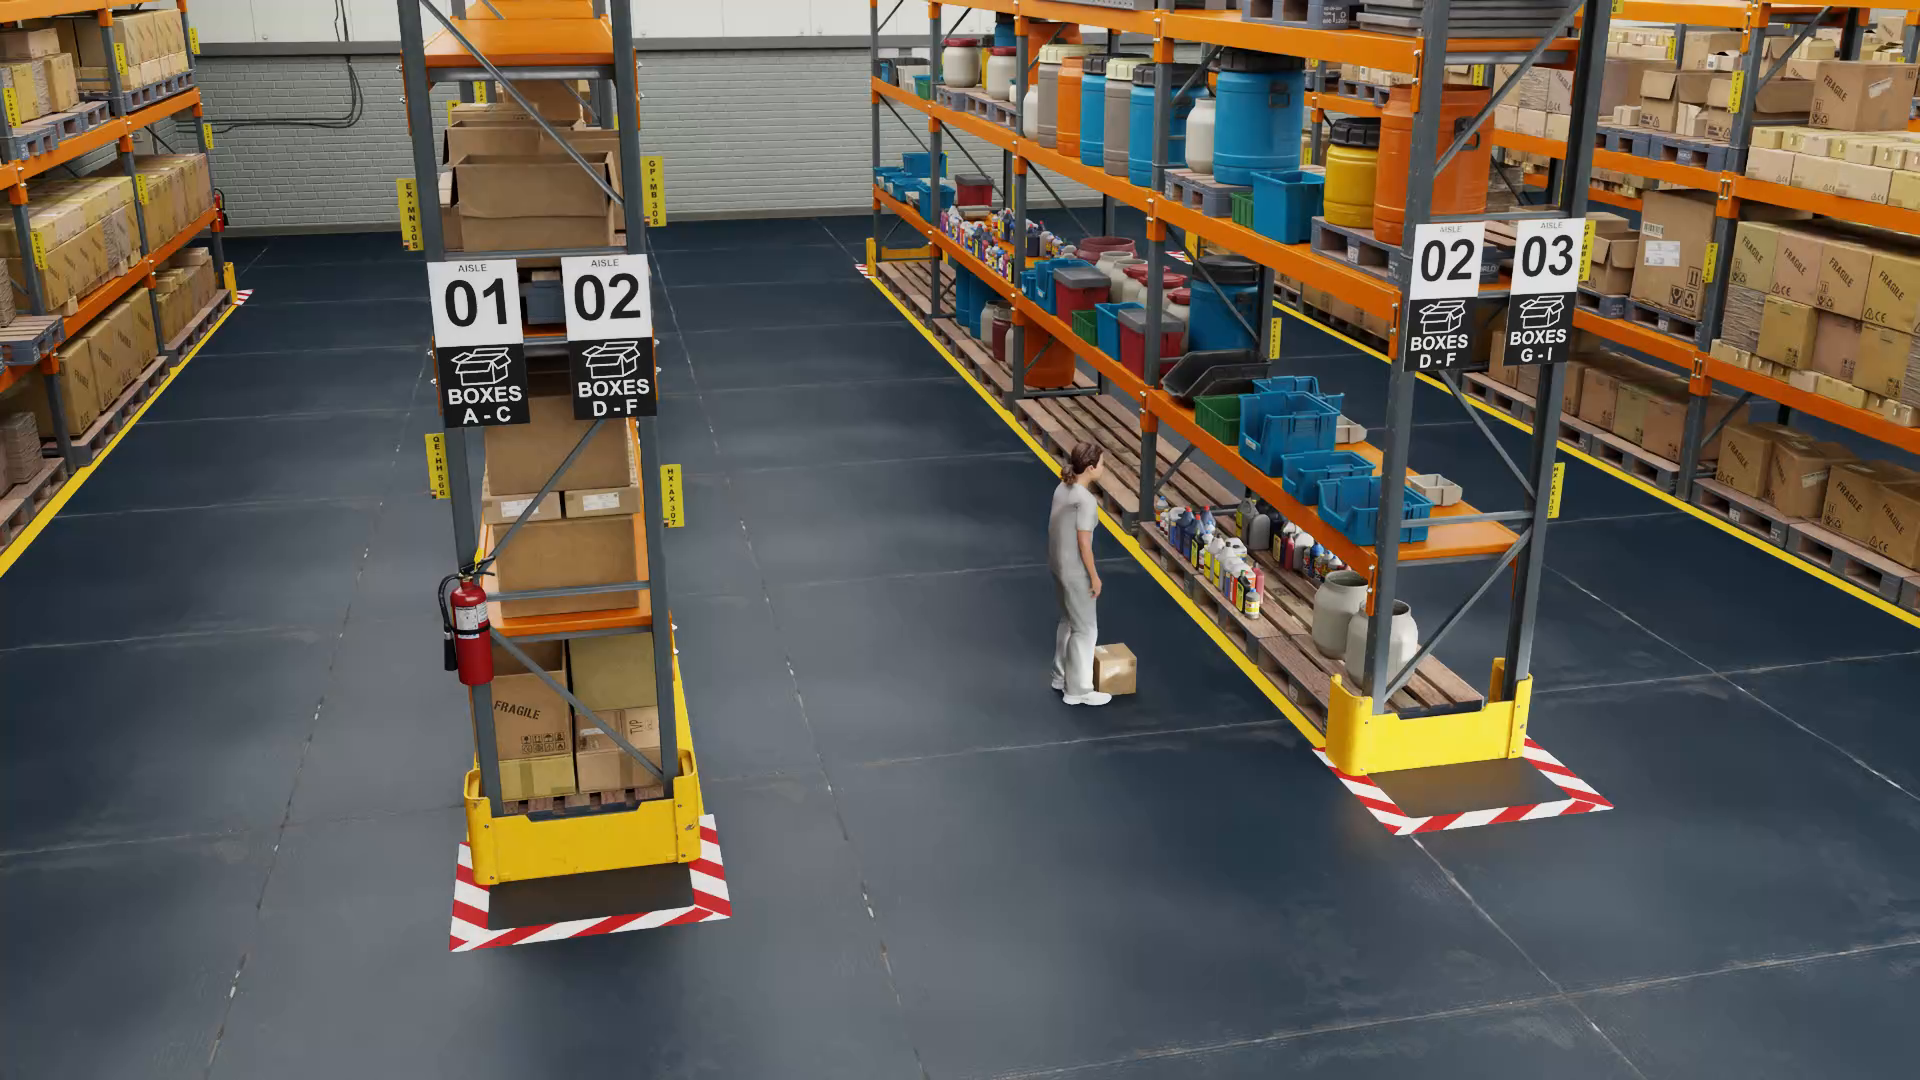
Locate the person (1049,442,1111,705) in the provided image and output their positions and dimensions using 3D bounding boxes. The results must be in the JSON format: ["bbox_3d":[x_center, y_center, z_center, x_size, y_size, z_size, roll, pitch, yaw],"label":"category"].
[{"bbox_3d":[0.747,0.195,10.527,0.353,1.673,0.511,-5,20,-15],"label":"person"}]
